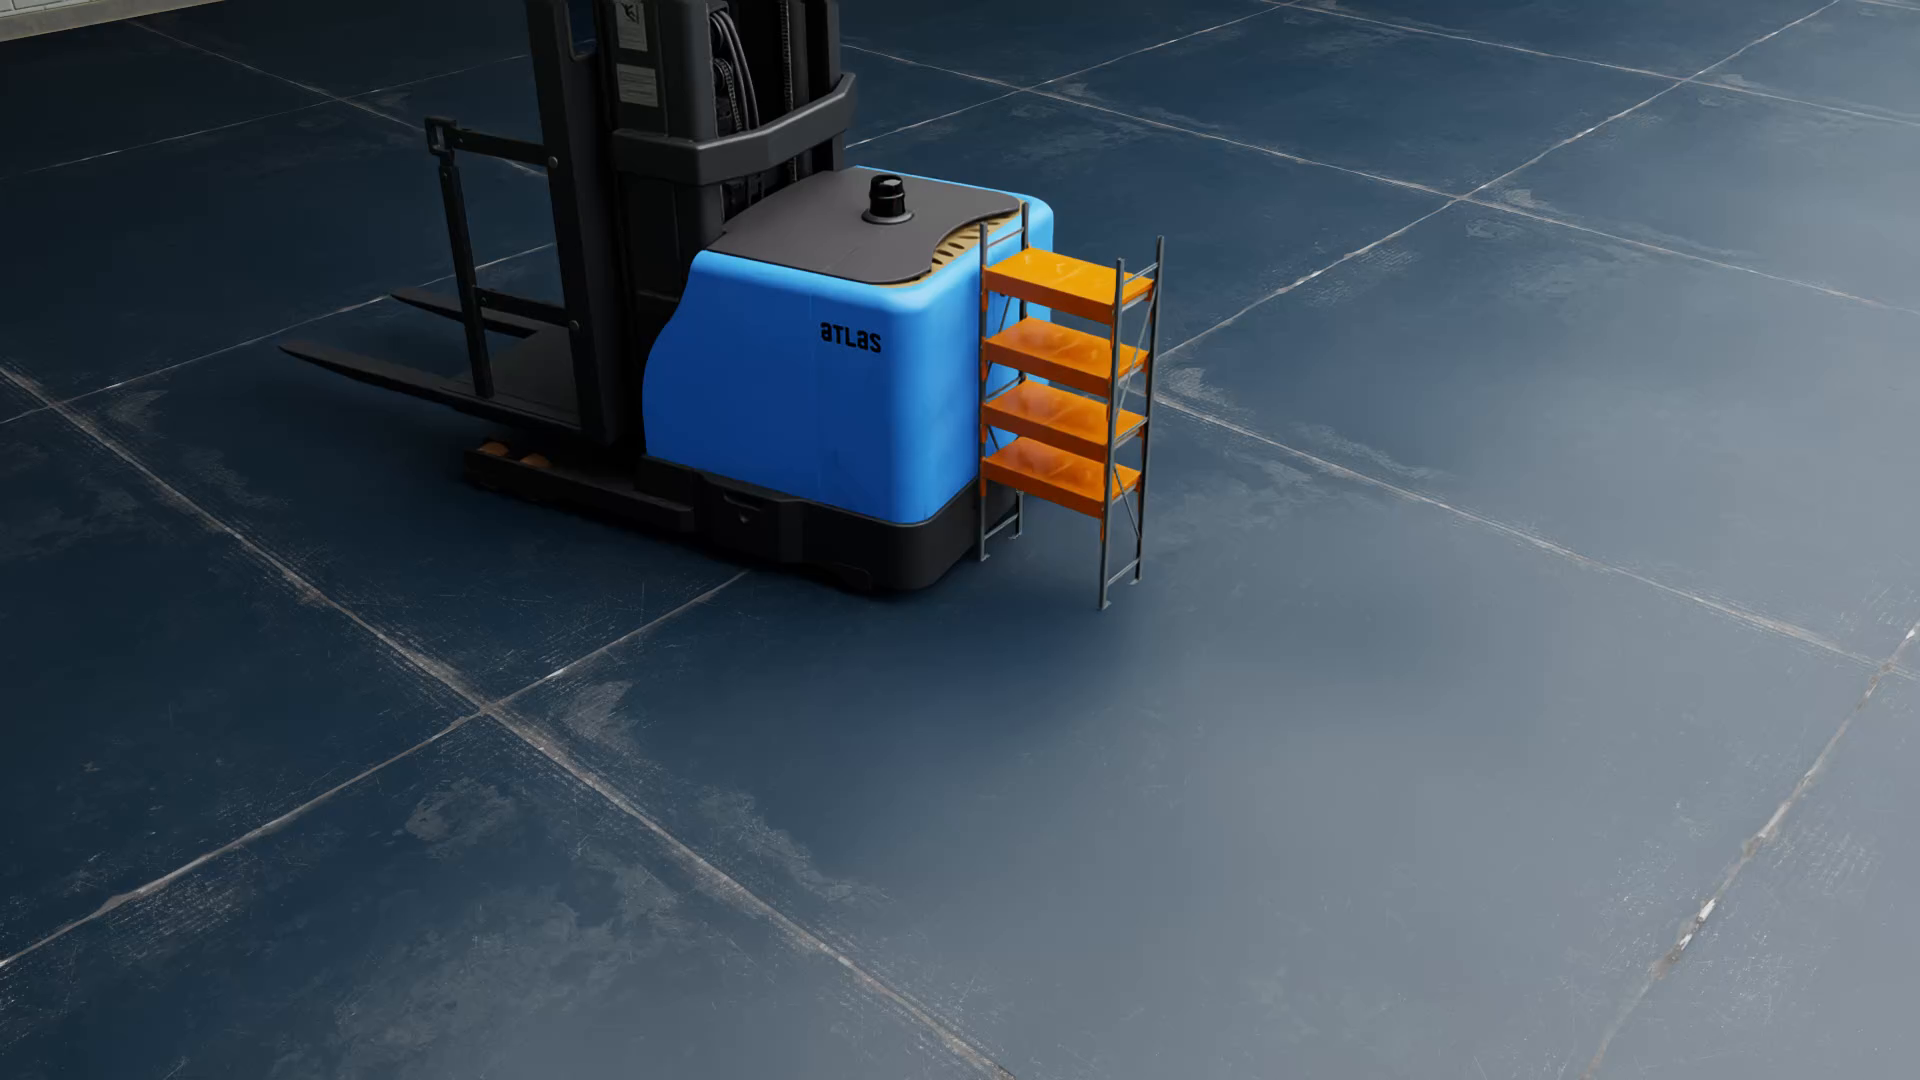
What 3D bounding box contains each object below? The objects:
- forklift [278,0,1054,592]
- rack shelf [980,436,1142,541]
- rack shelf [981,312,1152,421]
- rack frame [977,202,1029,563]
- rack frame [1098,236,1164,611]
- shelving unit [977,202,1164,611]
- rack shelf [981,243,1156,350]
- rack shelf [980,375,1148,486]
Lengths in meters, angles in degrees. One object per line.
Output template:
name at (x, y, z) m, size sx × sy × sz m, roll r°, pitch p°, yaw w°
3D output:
forklift at (-1.217, -1.619, 5.597) m, size 3.031 × 2.935 × 1.130 m, roll 15°, pitch 34°, yaw 24°
rack shelf at (0.332, -0.184, 5.407) m, size 0.480 × 0.148 × 0.258 m, roll 21°, pitch 37°, yaw 31°
rack shelf at (0.332, -0.546, 5.190) m, size 0.480 × 0.148 × 0.258 m, roll 21°, pitch 37°, yaw 31°
rack frame at (0.137, -0.488, 5.397) m, size 0.015 × 1.200 × 0.240 m, roll 21°, pitch 37°, yaw 31°
rack frame at (0.526, -0.335, 5.144) m, size 0.015 × 1.200 × 0.240 m, roll 21°, pitch 37°, yaw 31°
shelving unit at (0.332, -0.412, 5.270) m, size 0.503 × 1.200 × 0.258 m, roll 21°, pitch 37°, yaw 31°
rack shelf at (0.332, -0.748, 5.068) m, size 0.480 × 0.148 × 0.258 m, roll 21°, pitch 37°, yaw 31°
rack shelf at (0.332, -0.354, 5.305) m, size 0.480 × 0.148 × 0.258 m, roll 21°, pitch 37°, yaw 31°
